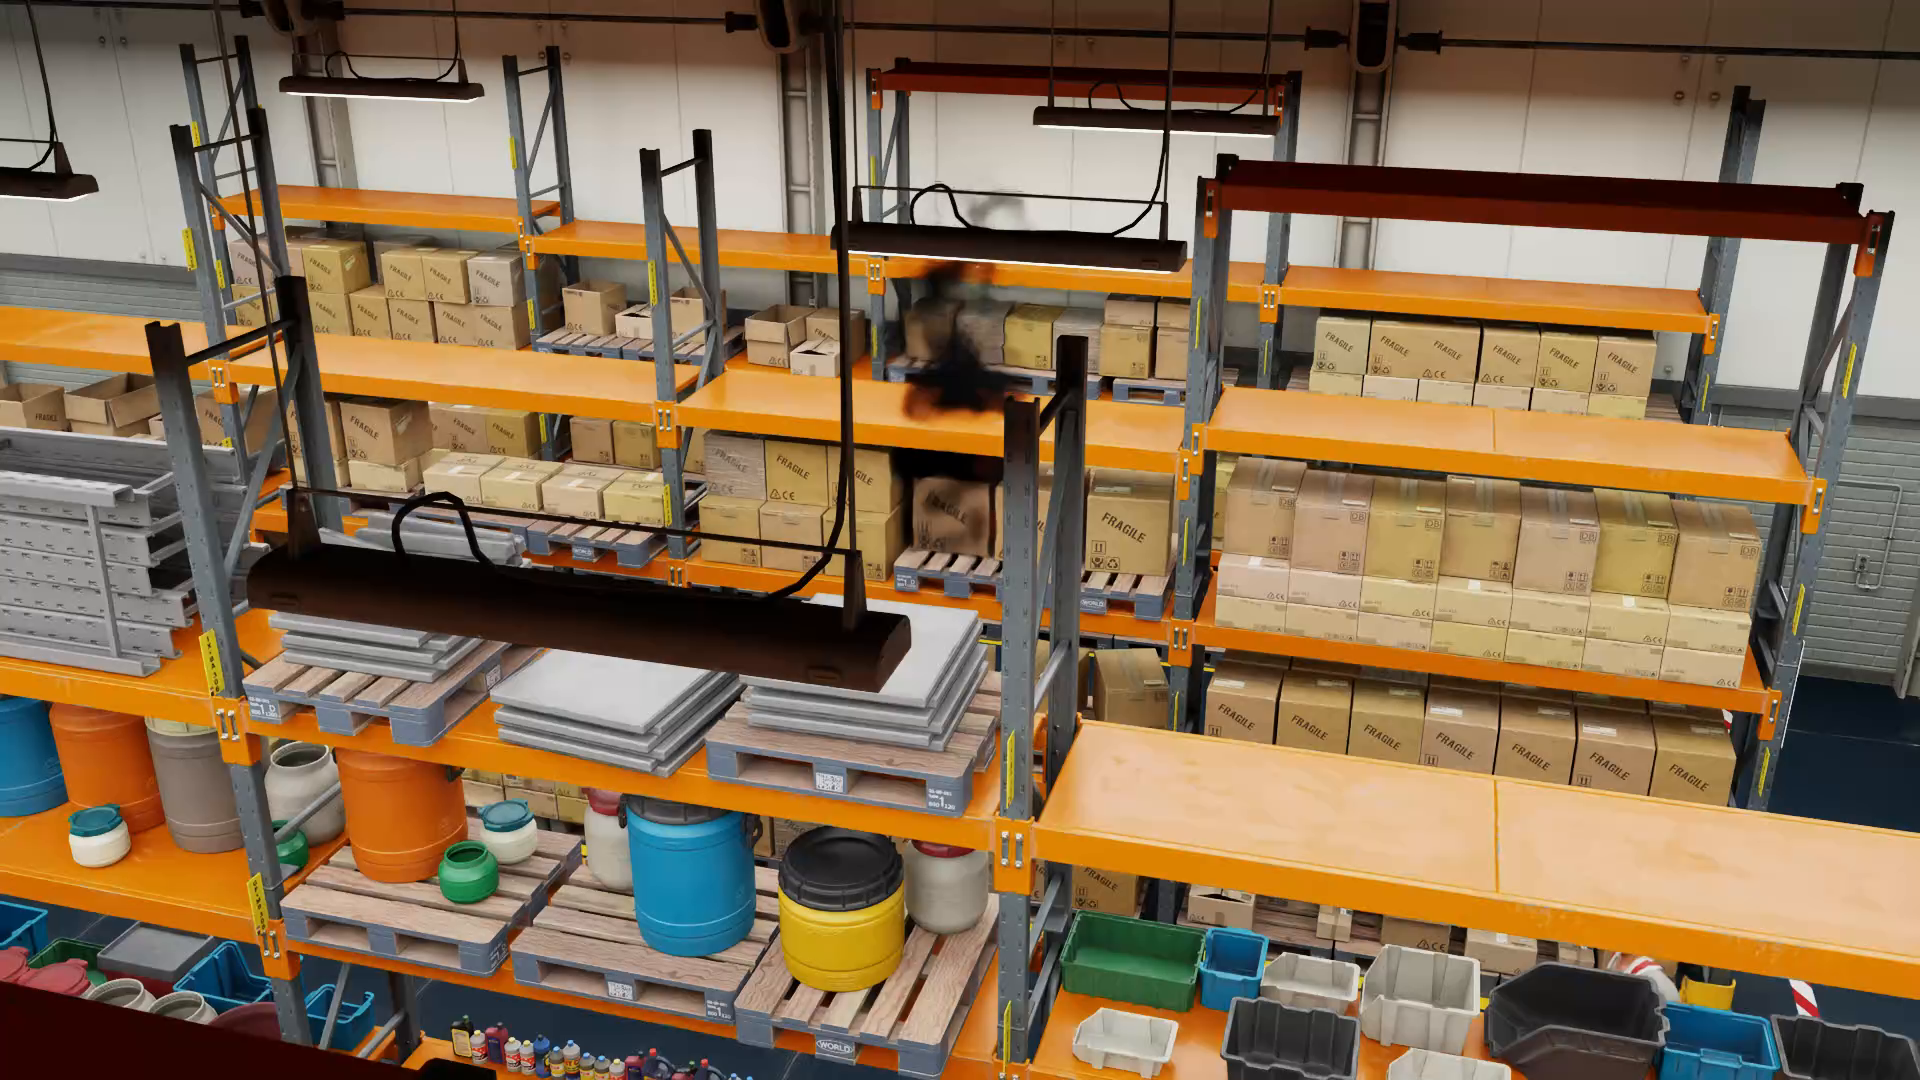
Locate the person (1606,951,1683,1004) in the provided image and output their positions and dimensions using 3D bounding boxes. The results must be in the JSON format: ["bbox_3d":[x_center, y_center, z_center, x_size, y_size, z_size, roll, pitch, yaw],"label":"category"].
[{"bbox_3d":[4.342,3.214,10.772,0.918,1.793,0.682,1,23,2],"label":"person"}]
